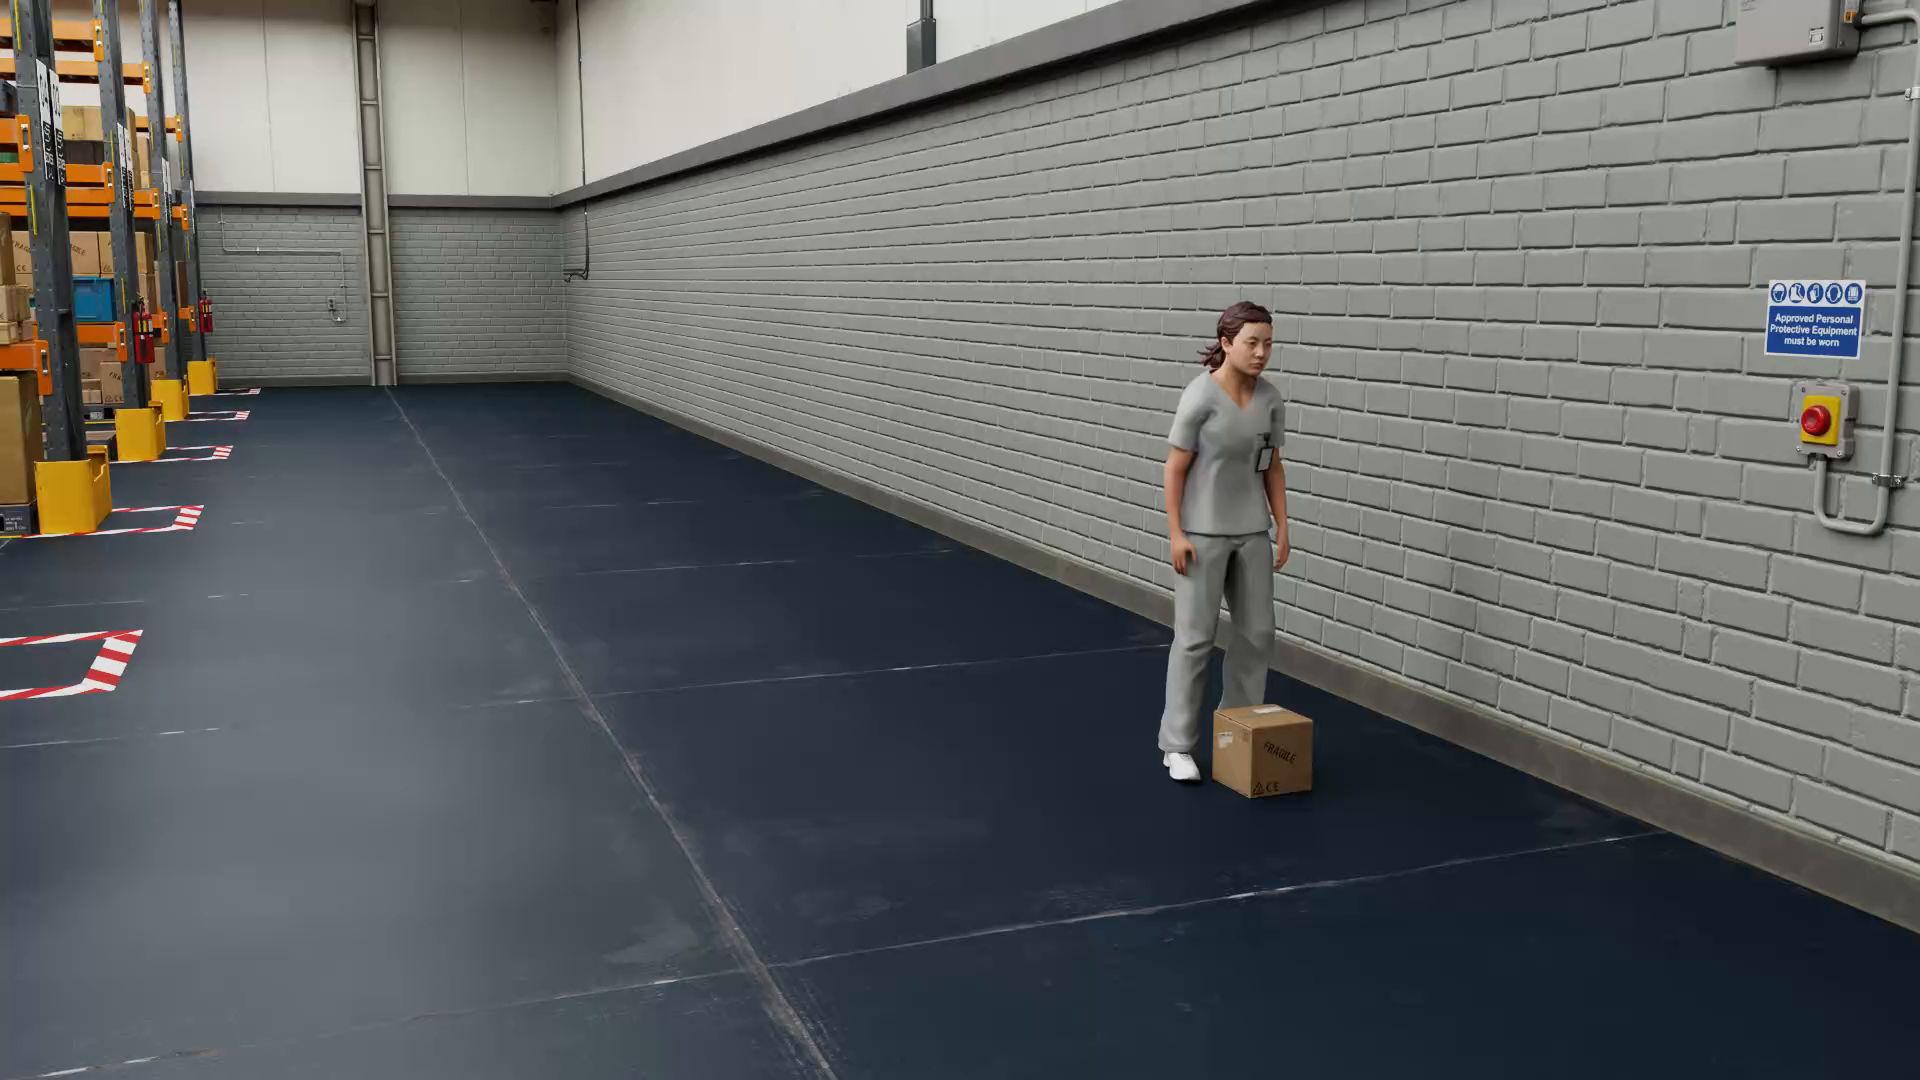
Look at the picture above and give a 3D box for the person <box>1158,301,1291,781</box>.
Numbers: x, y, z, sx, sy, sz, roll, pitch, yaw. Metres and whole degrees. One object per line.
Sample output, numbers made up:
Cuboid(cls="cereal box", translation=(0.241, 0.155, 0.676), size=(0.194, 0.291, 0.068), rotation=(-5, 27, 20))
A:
Cuboid(cls="person", translation=(0.946, 0.001, 5.903), size=(0.502, 1.659, 0.353), rotation=(-4, 10, -22))
